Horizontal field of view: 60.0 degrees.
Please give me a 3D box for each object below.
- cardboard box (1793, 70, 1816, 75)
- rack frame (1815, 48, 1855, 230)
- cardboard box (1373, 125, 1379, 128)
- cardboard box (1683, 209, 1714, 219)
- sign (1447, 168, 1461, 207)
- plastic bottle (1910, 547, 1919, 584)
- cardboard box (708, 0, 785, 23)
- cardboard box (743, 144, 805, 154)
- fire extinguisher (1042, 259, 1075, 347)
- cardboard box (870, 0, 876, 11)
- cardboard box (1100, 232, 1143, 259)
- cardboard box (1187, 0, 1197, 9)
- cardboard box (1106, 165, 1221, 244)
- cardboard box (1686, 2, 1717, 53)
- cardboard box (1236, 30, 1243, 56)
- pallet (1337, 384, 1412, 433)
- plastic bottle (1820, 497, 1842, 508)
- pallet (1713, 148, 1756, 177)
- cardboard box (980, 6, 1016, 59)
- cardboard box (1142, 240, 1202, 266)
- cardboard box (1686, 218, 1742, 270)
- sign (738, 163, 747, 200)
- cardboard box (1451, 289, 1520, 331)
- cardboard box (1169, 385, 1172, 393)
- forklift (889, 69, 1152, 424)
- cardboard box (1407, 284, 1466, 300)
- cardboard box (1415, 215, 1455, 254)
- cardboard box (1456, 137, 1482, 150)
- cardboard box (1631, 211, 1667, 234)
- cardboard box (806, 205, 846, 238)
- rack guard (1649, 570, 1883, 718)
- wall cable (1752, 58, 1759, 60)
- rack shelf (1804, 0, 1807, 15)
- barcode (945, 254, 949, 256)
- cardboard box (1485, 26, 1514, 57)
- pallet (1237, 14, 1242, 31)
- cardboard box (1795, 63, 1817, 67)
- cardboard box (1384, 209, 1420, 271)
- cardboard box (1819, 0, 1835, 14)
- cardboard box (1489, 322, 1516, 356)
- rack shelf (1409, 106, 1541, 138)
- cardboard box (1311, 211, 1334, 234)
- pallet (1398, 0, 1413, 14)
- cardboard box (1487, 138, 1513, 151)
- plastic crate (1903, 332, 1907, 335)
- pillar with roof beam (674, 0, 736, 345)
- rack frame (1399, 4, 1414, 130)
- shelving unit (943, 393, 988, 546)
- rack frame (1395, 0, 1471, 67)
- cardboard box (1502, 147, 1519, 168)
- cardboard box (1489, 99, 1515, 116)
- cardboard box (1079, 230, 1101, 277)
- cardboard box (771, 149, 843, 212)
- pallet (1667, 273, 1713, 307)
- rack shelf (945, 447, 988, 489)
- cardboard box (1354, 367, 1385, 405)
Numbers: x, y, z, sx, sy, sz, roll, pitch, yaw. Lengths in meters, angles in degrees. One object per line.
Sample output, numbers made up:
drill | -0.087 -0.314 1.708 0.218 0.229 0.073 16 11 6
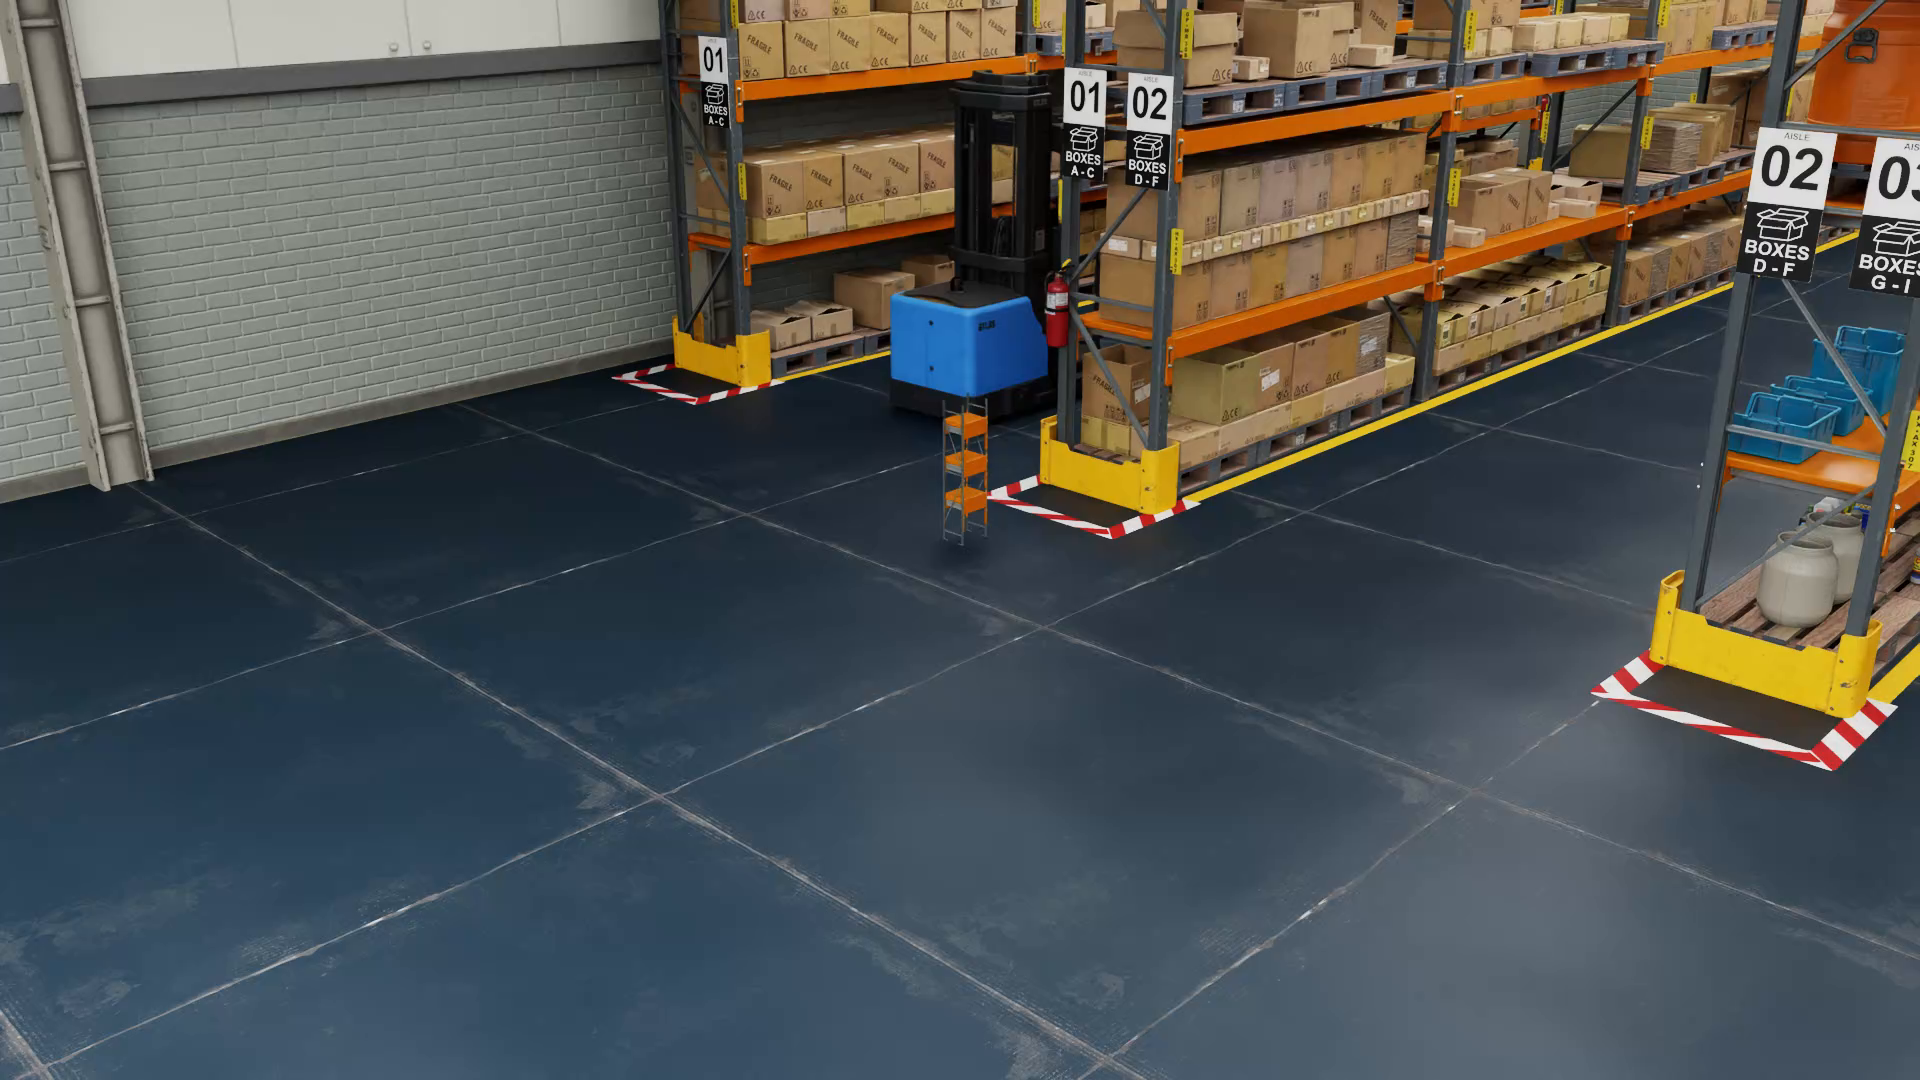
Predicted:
cardboard box | 10.787 -5.691 21.168 0.500 0.500 0.500 18 28 39
rack frame | 12.328 -5.891 23.220 1.000 3.000 0.127 19 28 41
cardboard box | 5.581 -5.710 23.071 0.250 0.149 0.380 -19 28 -40
cardboard box | 9.026 -3.838 20.750 0.500 0.500 0.500 18 27 38
sign | 4.356 -3.109 14.665 0.100 0.325 0.005 19 28 41
plastic bottle | 6.201 0.143 10.712 0.097 0.271 0.097 0 21 0
cardboard box | -1.942 -4.978 15.103 0.500 0.500 0.500 17 27 37
cardboard box | -1.850 -3.607 16.415 0.500 0.500 0.500 -20 29 -41
fire extinguisher | 0.752 -1.828 12.757 0.296 0.674 0.183 19 28 41
cardboard box | -1.183 -5.508 16.481 0.500 0.500 0.500 19 28 41
cardboard box | 1.297 -2.273 12.765 0.380 0.149 0.250 19 28 40
cardboard box | 2.529 -6.402 20.201 0.500 0.500 0.500 19 28 41
cardboard box | 1.539 -2.561 12.608 0.700 0.500 0.500 19 28 41
cardboard box | 7.746 -5.667 18.316 0.910 0.500 0.500 19 28 41
cardboard box | 2.169 -3.903 13.211 0.500 0.311 0.500 -16 26 -36
pallet | 3.372 -1.311 15.190 1.003 0.211 1.213 19 28 41
plastic bottle | 5.973 -0.147 11.459 0.152 0.276 0.135 18 28 39
pallet | 8.902 -4.595 20.116 1.003 0.211 1.213 19 28 41
cardboard box | 0.228 -5.309 17.358 0.500 0.500 0.500 -19 28 -41
cardboard box | 1.595 -2.174 12.507 0.380 0.149 0.250 19 28 40
cardboard box | 9.048 -3.578 20.073 0.500 0.500 0.500 19 28 41
sign | -1.996 -3.285 15.234 0.100 0.325 0.005 19 28 41
cardboard box | 5.137 -2.285 16.304 0.500 0.311 0.500 18 27 39
cardboard box | 2.015 -1.514 14.034 0.500 0.500 0.500 19 28 41
forklift | 0.732 -2.820 15.327 1.130 2.935 3.031 18 28 39
cardboard box | 4.743 -2.419 16.654 0.500 0.311 0.500 19 28 40
cardboard box | 4.269 -2.874 15.579 0.500 0.250 0.500 -18 27 -39
cardboard box | 7.951 -6.209 26.041 0.380 0.149 0.250 19 28 41
cardboard box | 7.979 -3.802 19.610 0.500 0.250 0.500 19 28 40
cardboard box | -1.465 -3.139 16.242 0.500 0.250 0.500 18 28 39
rack guard | 4.732 0.598 9.821 1.175 0.500 0.348 19 28 41
wall cable | 12.978 -9.845 29.474 3.097 2.526 0.112 19 28 41
rack shelf | 6.108 -3.329 9.754 1.077 0.370 4.000 19 28 41
barcode | -0.143 -3.154 18.525 0.001 0.075 0.075 19 28 41
cardboard box | 4.775 -4.630 15.383 0.500 0.250 0.500 16 26 36
pallet | 3.607 -6.564 21.054 1.003 0.211 1.213 -19 28 -40
cardboard box | 11.118 -6.093 22.212 0.500 0.500 0.500 -20 29 -41
cardboard box | 3.652 -2.737 14.876 0.700 0.500 0.500 18 28 39
cardboard box | 10.403 -6.618 20.443 0.500 0.250 0.500 19 28 41
cardboard box | 5.133 -2.025 16.410 0.500 0.250 0.500 18 28 39
rack shelf | 7.381 -6.280 25.235 1.077 0.370 4.000 19 28 41
cardboard box | 2.851 -2.637 13.711 0.250 0.149 0.380 -19 28 -40
pallet | 6.564 -7.668 23.786 1.003 0.211 1.213 19 28 41
cardboard box | 8.401 -6.178 25.962 0.380 0.149 0.250 19 28 40
plastic crate | 7.047 -1.434 11.711 0.767 0.338 0.504 19 28 41
pillar with roof beam | 0.568 -5.136 12.894 9.100 9.000 0.400 19 28 41
rack frame | 5.986 -6.101 23.768 1.000 3.000 0.127 19 28 41
shelving unit | 0.037 -0.504 11.922 0.215 1.050 0.252 19 28 41
rack frame | 3.957 -5.606 14.118 1.000 3.000 0.127 19 28 41
cardboard box | 8.360 -5.954 26.283 0.700 0.500 0.500 19 28 41
cardboard box | 7.928 -6.946 25.548 0.980 0.700 0.700 19 28 40
cardboard box | 1.231 -3.422 19.669 0.700 0.500 0.500 19 28 40
cardboard box | -1.485 -3.478 16.079 0.500 0.500 0.500 19 28 41
pallet | 8.147 -3.027 19.657 1.003 0.211 1.213 19 28 41
rack shelf | 0.037 -0.494 11.926 0.215 0.259 0.240 19 28 41
cardboard box | 3.434 -1.419 14.832 0.500 0.250 0.500 19 28 41
